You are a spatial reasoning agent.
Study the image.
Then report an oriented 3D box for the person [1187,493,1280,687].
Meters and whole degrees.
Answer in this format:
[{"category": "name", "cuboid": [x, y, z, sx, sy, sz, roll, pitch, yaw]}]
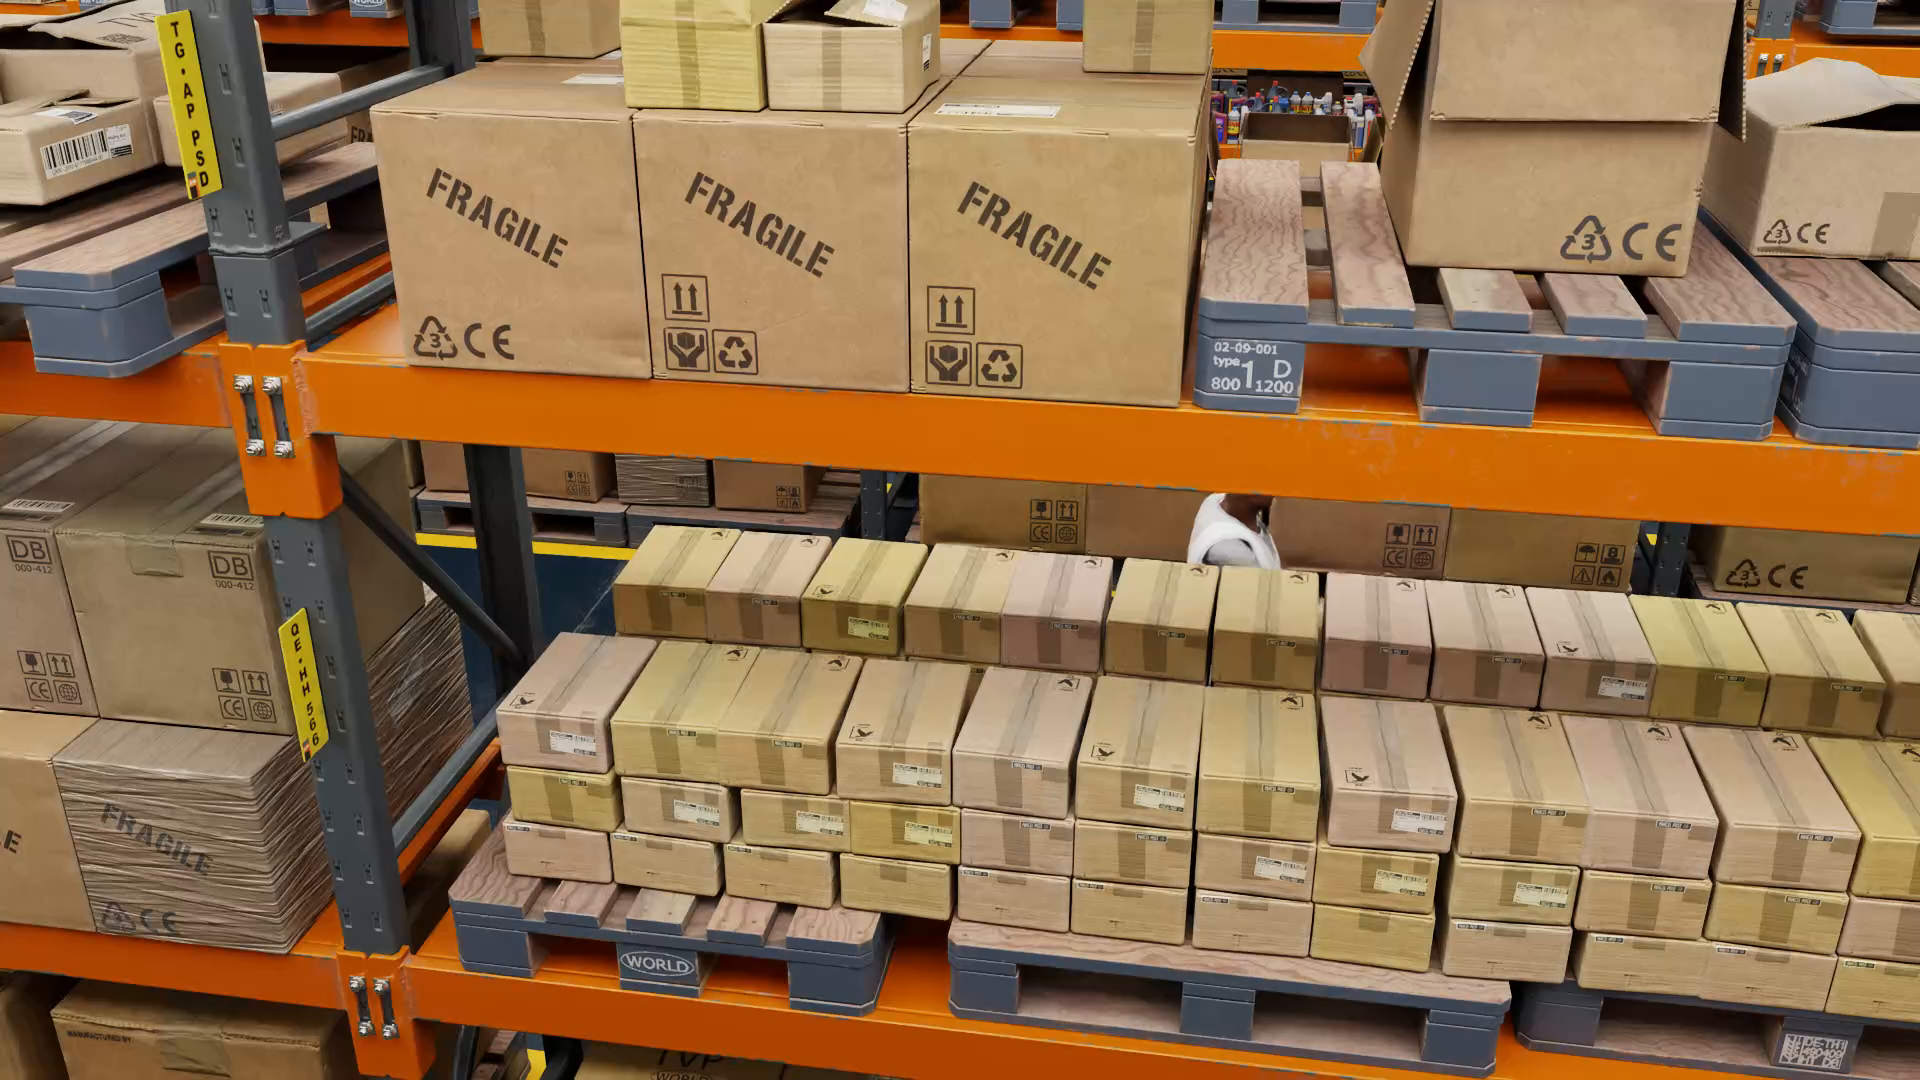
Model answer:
[{"category": "person", "cuboid": [1.068, 0.449, 6.107, 0.578, 1.781, 0.491, 4, 25, 8]}]
